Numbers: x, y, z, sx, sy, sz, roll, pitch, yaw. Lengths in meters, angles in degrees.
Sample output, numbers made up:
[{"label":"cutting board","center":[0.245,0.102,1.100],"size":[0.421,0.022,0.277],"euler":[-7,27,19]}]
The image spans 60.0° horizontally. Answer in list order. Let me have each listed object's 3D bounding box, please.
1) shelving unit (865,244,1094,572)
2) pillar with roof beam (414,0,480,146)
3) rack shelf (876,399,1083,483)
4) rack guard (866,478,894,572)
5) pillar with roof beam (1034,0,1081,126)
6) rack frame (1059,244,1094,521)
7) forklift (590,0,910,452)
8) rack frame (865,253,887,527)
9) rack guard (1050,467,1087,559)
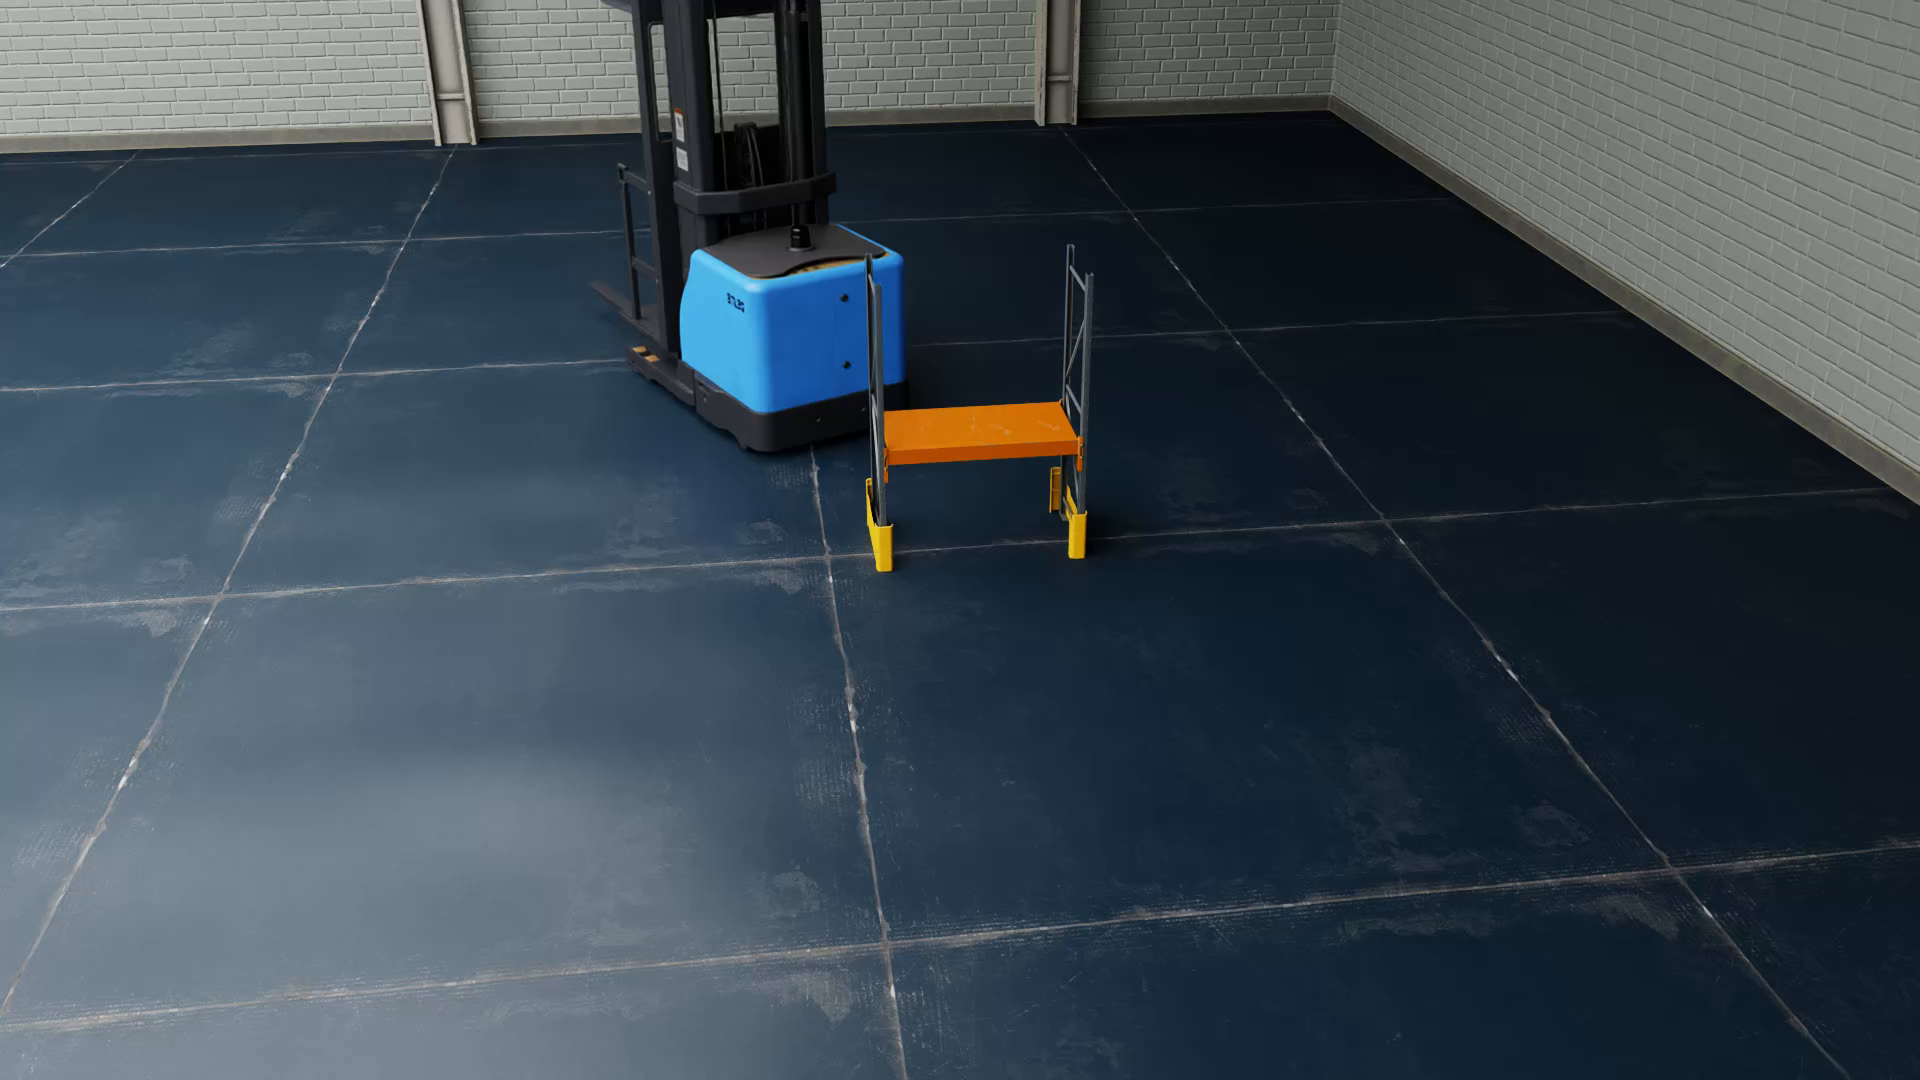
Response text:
[{"label":"shelving unit","center":[0.076,-0.672,8.417],"size":[1.083,1.500,0.587],"euler":[-4,27,-7]},{"label":"pillar with roof beam","center":[-4.354,-5.993,10.573],"size":[0.400,9.000,9.100],"euler":[-4,27,-7]},{"label":"rack shelf","center":[0.084,-0.513,8.500],"size":[1.000,0.185,0.538],"euler":[-4,27,-7]},{"label":"rack guard","center":[-0.418,-0.084,8.641],"size":[0.087,0.250,0.587],"euler":[-4,27,-7]},{"label":"pillar with roof beam","center":[1.587,-6.375,11.317],"size":[0.400,9.000,9.100],"euler":[-4,27,-7]},{"label":"rack frame","center":[0.588,-0.705,8.481],"size":[0.032,1.500,0.500],"euler":[-4,27,-7]},{"label":"forklift","center":[-1.529,-2.437,10.288],"size":[1.130,2.935,3.031],"euler":[-17,31,-29]},{"label":"rack frame","center":[-0.419,-0.640,8.355],"size":[0.032,1.500,0.500],"euler":[-4,27,-7]},{"label":"rack guard","center":[0.569,-0.148,8.764],"size":[0.087,0.250,0.587],"euler":[-4,27,-7]}]
